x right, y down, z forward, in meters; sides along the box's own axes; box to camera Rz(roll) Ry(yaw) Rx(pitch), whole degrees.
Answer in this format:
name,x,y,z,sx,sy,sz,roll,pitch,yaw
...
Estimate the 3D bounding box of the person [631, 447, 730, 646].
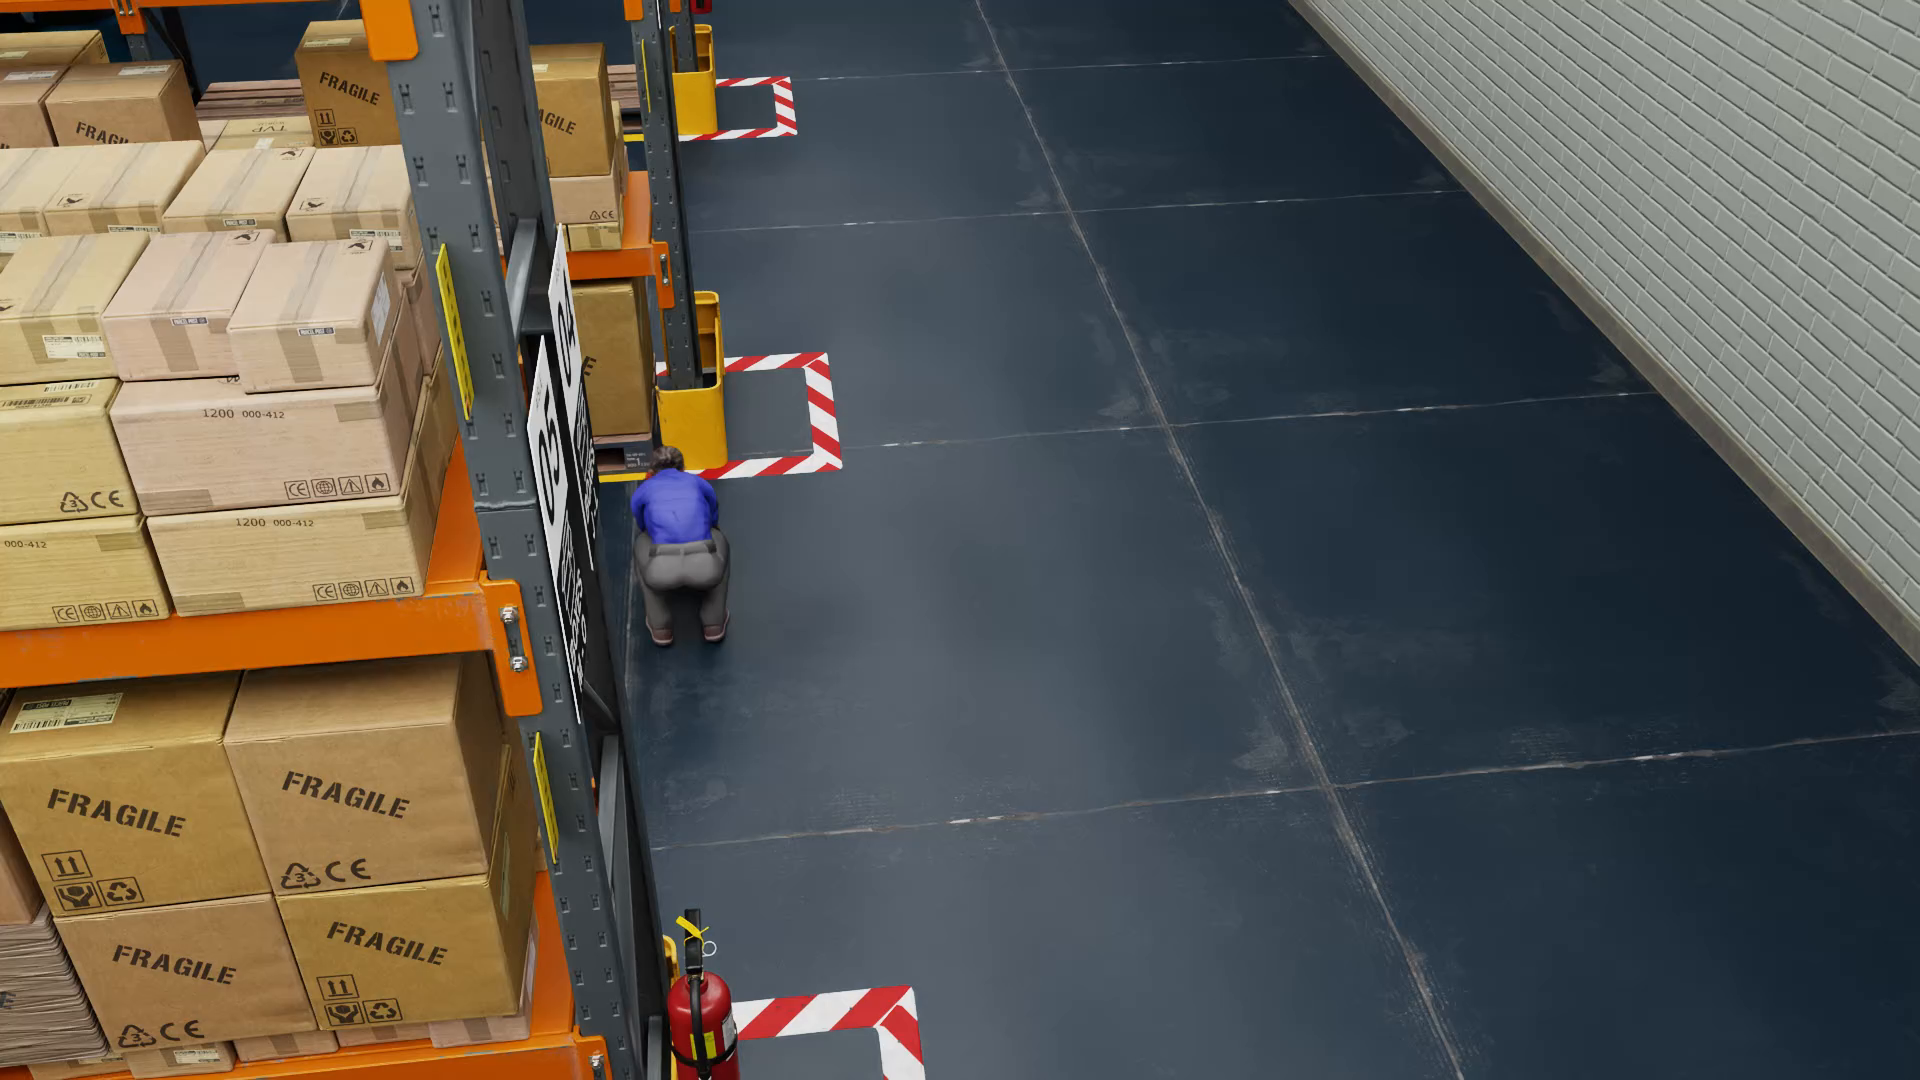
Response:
name,x,y,z,sx,sy,sz,roll,pitch,yaw
person,-1.330,0.039,7.918,0.459,0.745,0.858,-5,35,-7
